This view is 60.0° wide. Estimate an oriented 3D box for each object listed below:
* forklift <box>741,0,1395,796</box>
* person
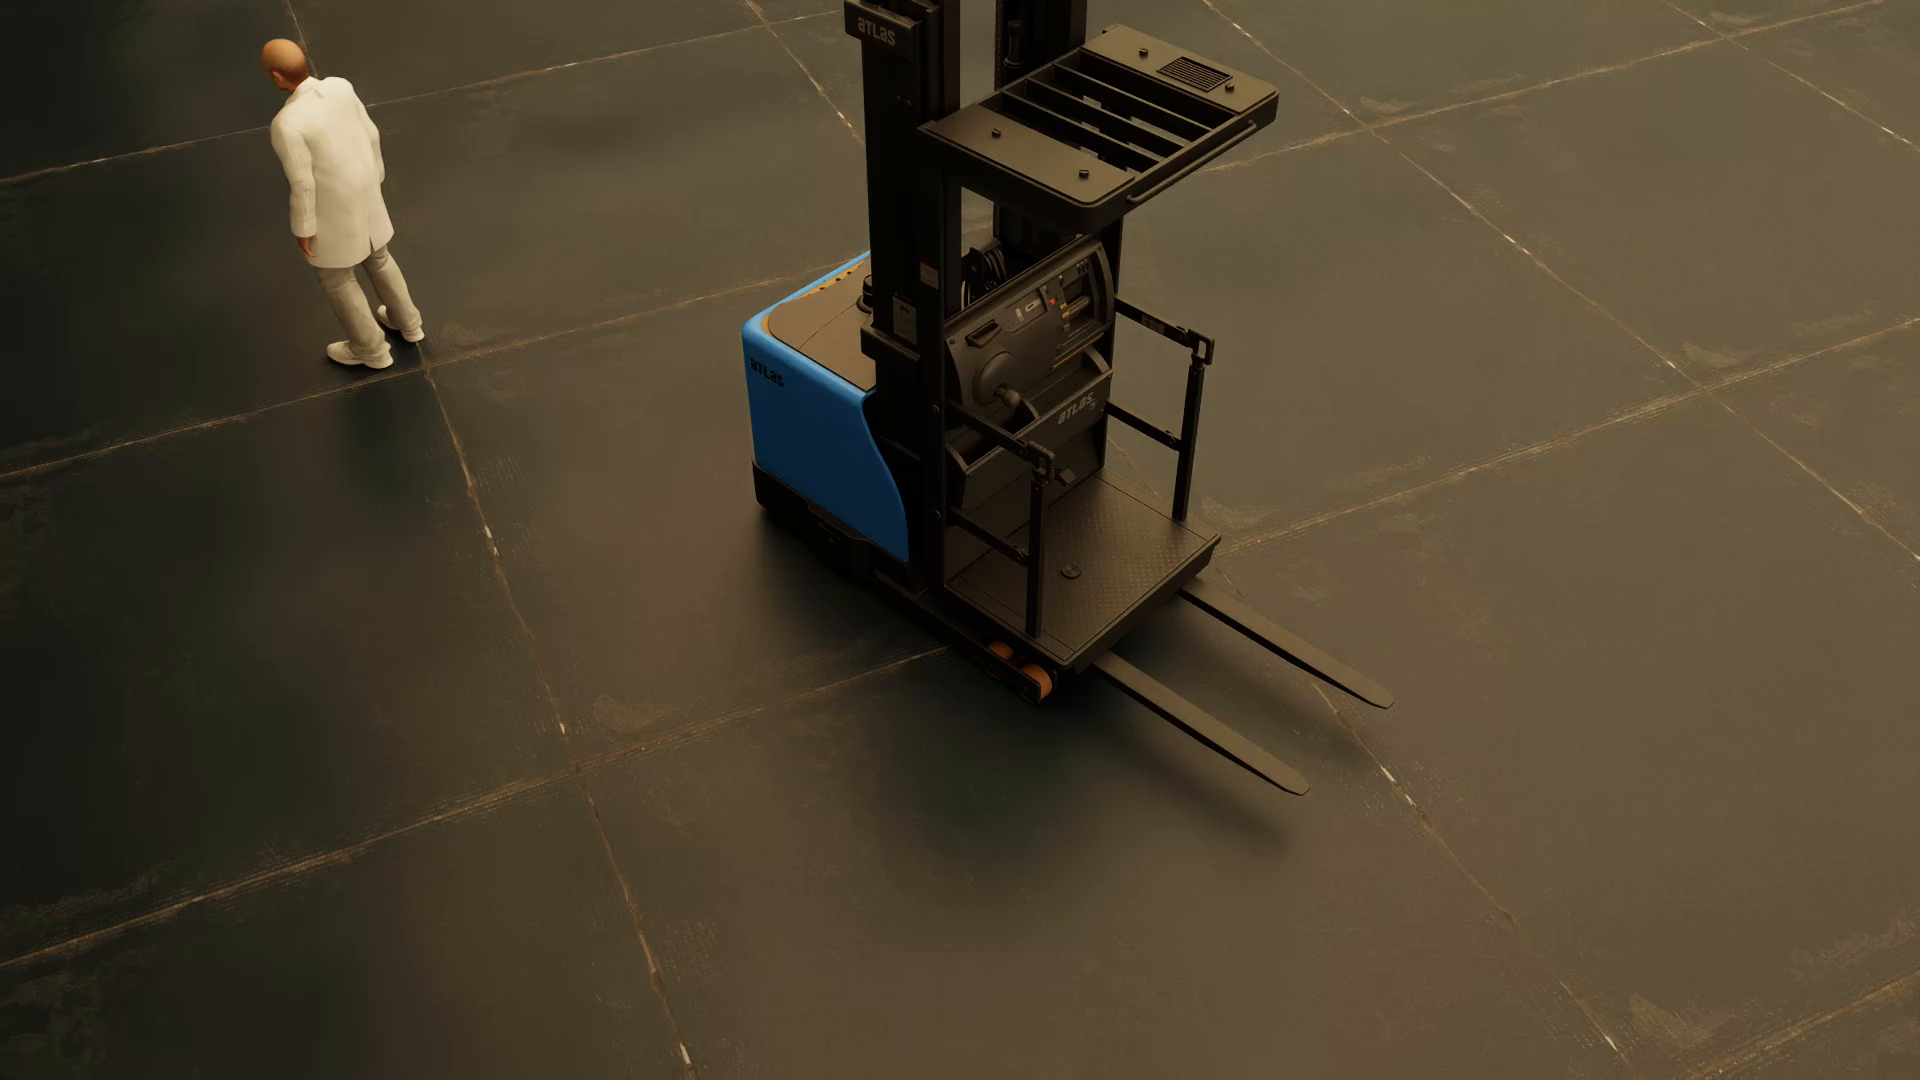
[{"bbox_3d":[0.445,-0.788,6.525,3.031,2.935,1.130,32,52,30],"label":"forklift"},{"bbox_3d":[-3.111,-1.671,8.320,0.436,1.772,0.643,17,46,18],"label":"person"}]
